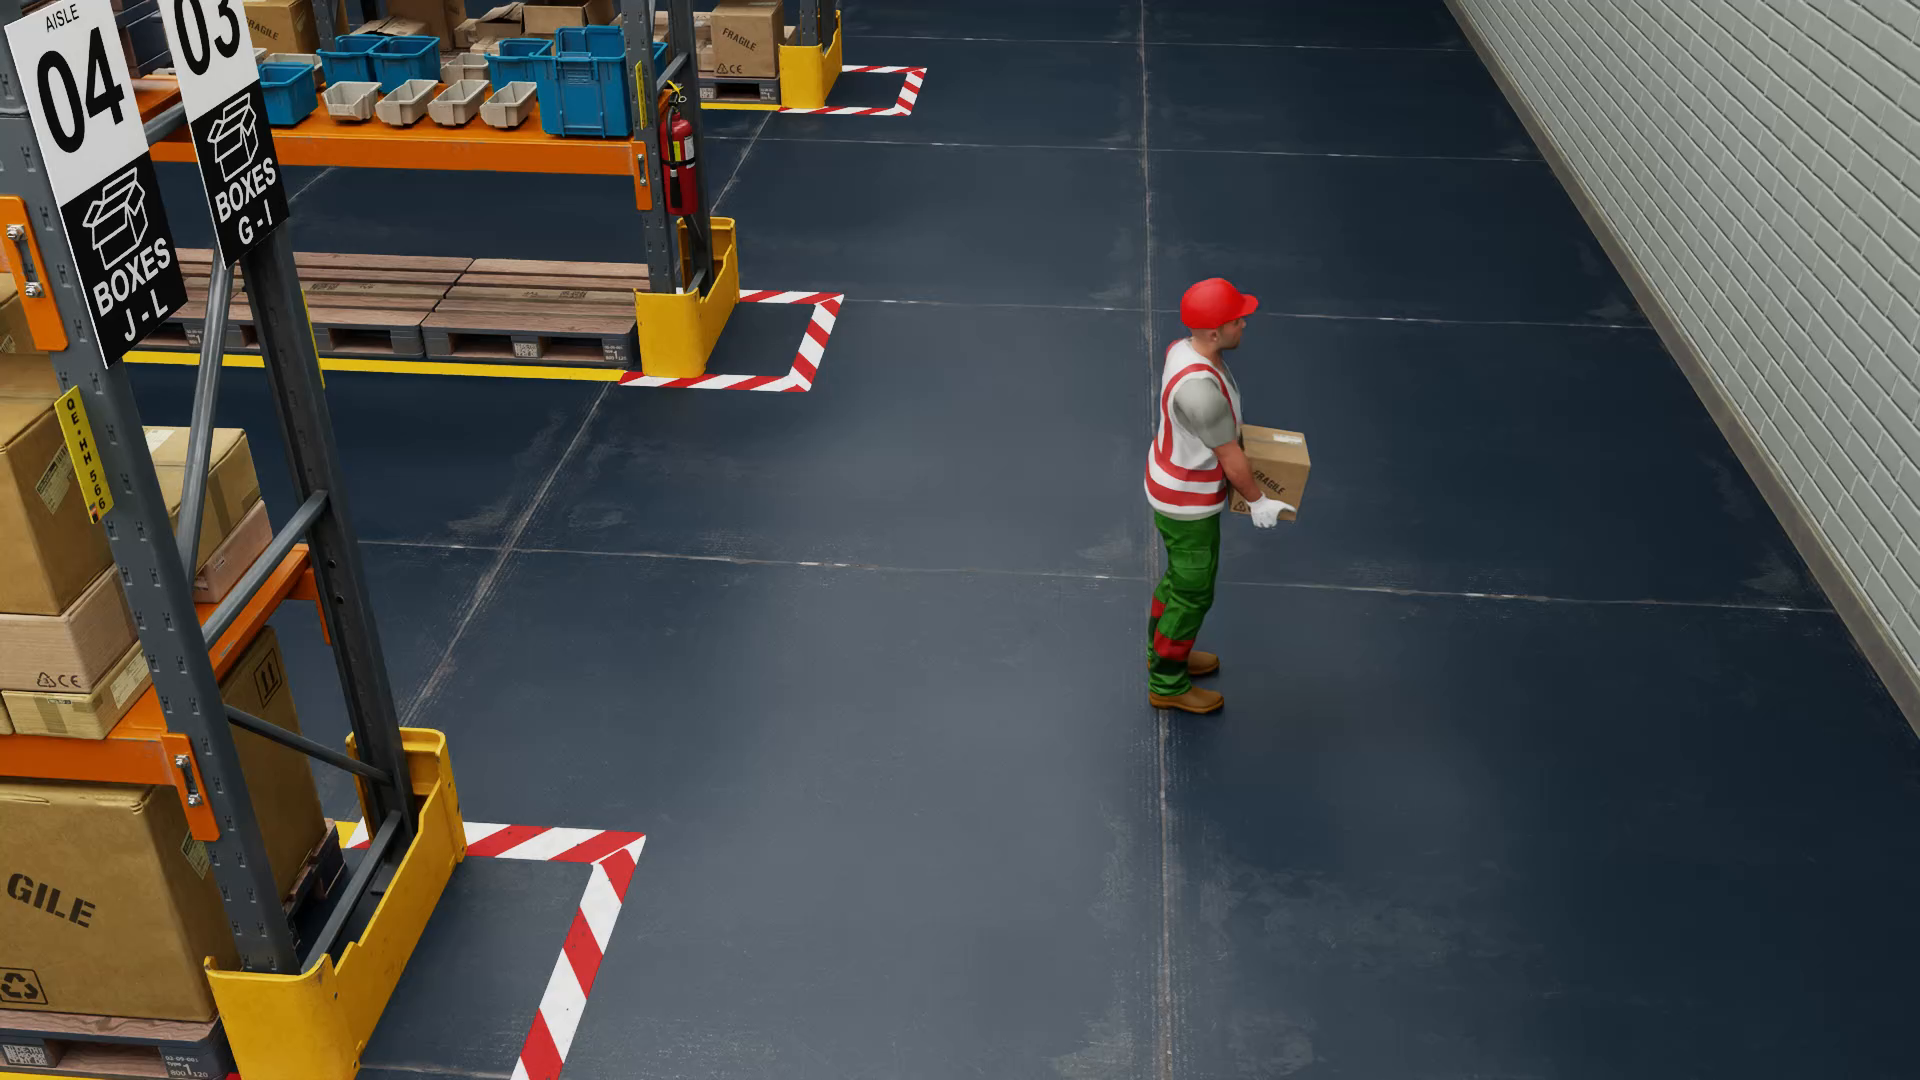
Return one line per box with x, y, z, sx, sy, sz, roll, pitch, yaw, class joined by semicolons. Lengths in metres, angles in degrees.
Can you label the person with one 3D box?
0.990;-0.165;6.381;0.566;1.785;0.495;2;32;3;person
